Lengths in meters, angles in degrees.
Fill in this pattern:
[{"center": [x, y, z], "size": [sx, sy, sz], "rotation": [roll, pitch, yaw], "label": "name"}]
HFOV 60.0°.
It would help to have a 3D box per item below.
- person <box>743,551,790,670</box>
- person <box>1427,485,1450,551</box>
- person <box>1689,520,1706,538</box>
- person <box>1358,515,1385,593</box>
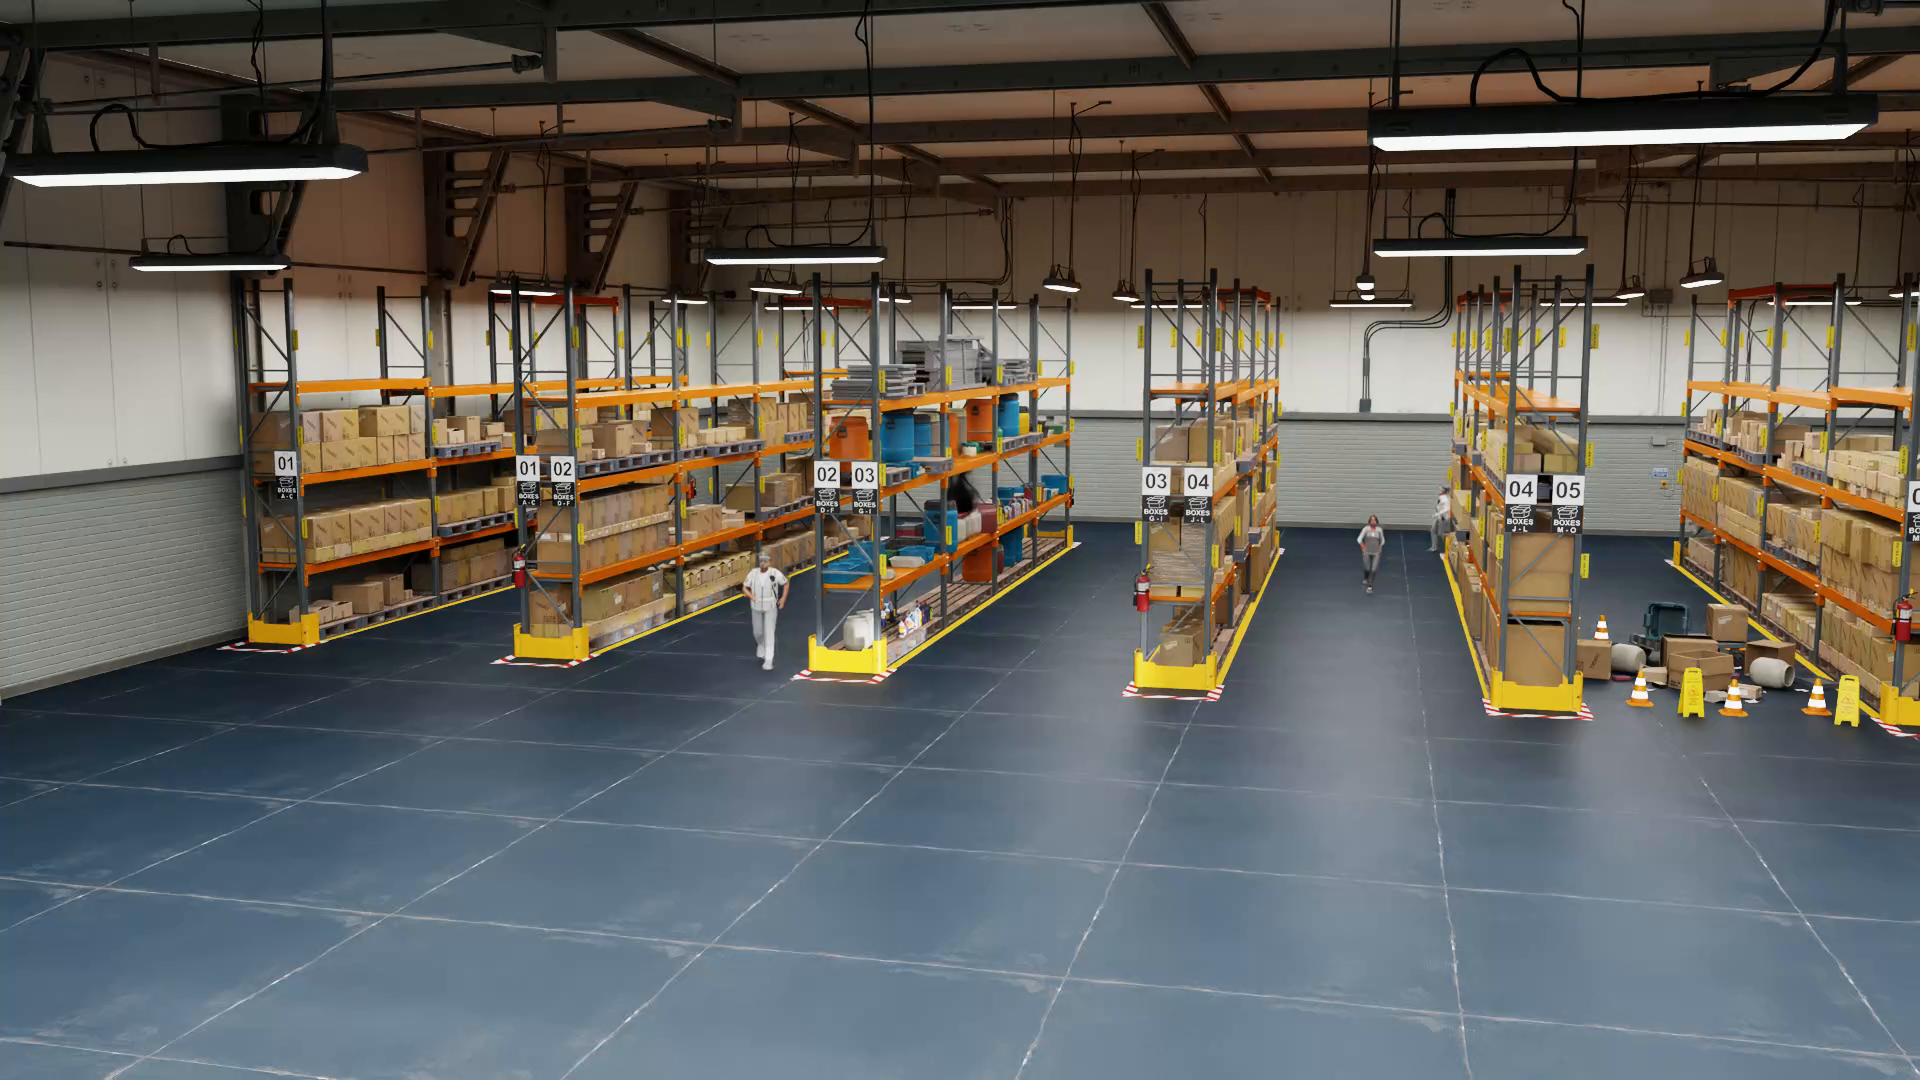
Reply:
[{"center": [-3.007, 1.058, 25.721], "size": [0.716, 1.807, 0.907], "rotation": [0, 7, 4], "label": "person"}, {"center": [11.505, -0.499, 39.419], "size": [0.737, 1.646, 0.696], "rotation": [1, 7, 7], "label": "person"}, {"center": [17.063, -0.415, 38.189], "size": [0.562, 1.706, 0.752], "rotation": [4, 8, 31], "label": "person"}, {"center": [8.159, 0.280, 32.970], "size": [0.518, 1.554, 0.526], "rotation": [1, 7, 7], "label": "person"}]
